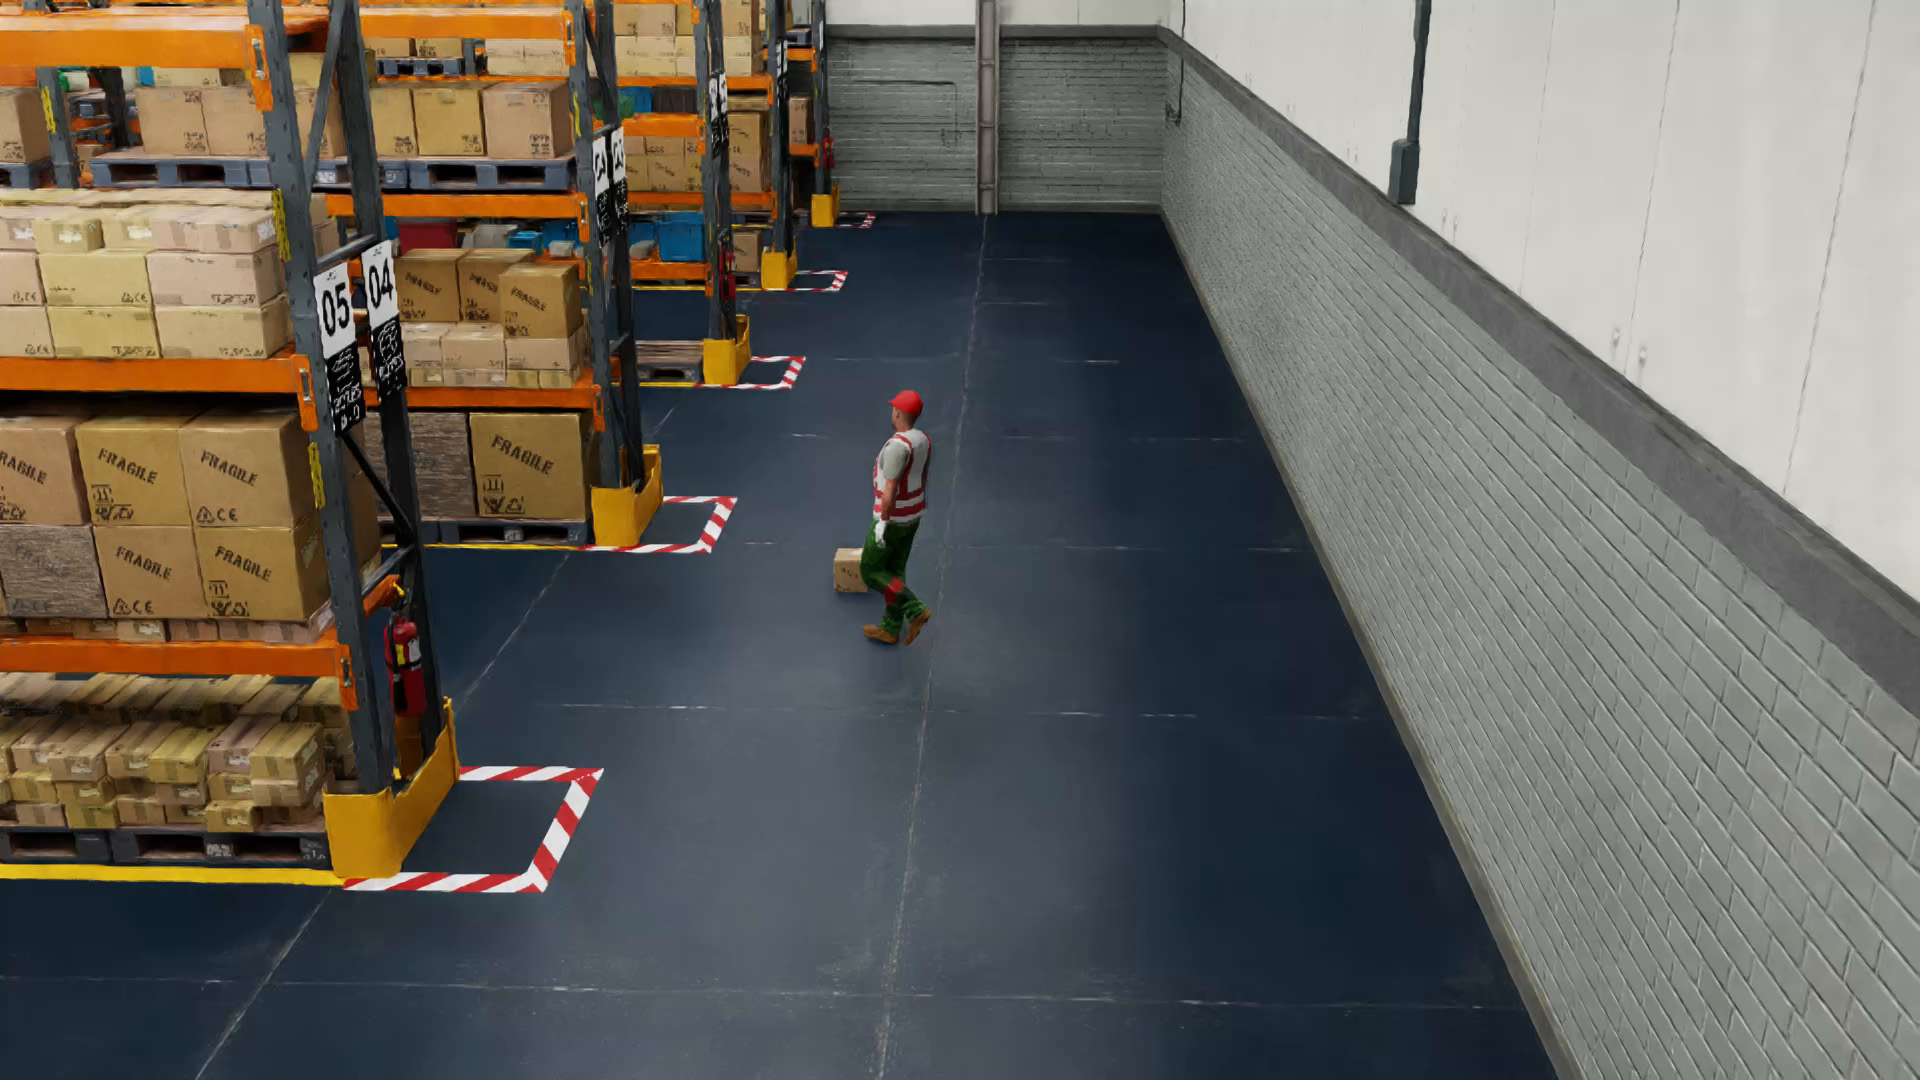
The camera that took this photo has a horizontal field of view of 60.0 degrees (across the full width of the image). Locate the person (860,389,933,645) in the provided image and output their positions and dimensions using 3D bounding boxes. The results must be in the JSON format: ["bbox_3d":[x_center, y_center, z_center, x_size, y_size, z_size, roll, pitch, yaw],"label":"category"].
[{"bbox_3d":[-0.389,-0.143,11.404,0.593,1.765,0.592,10,23,25],"label":"person"}]
